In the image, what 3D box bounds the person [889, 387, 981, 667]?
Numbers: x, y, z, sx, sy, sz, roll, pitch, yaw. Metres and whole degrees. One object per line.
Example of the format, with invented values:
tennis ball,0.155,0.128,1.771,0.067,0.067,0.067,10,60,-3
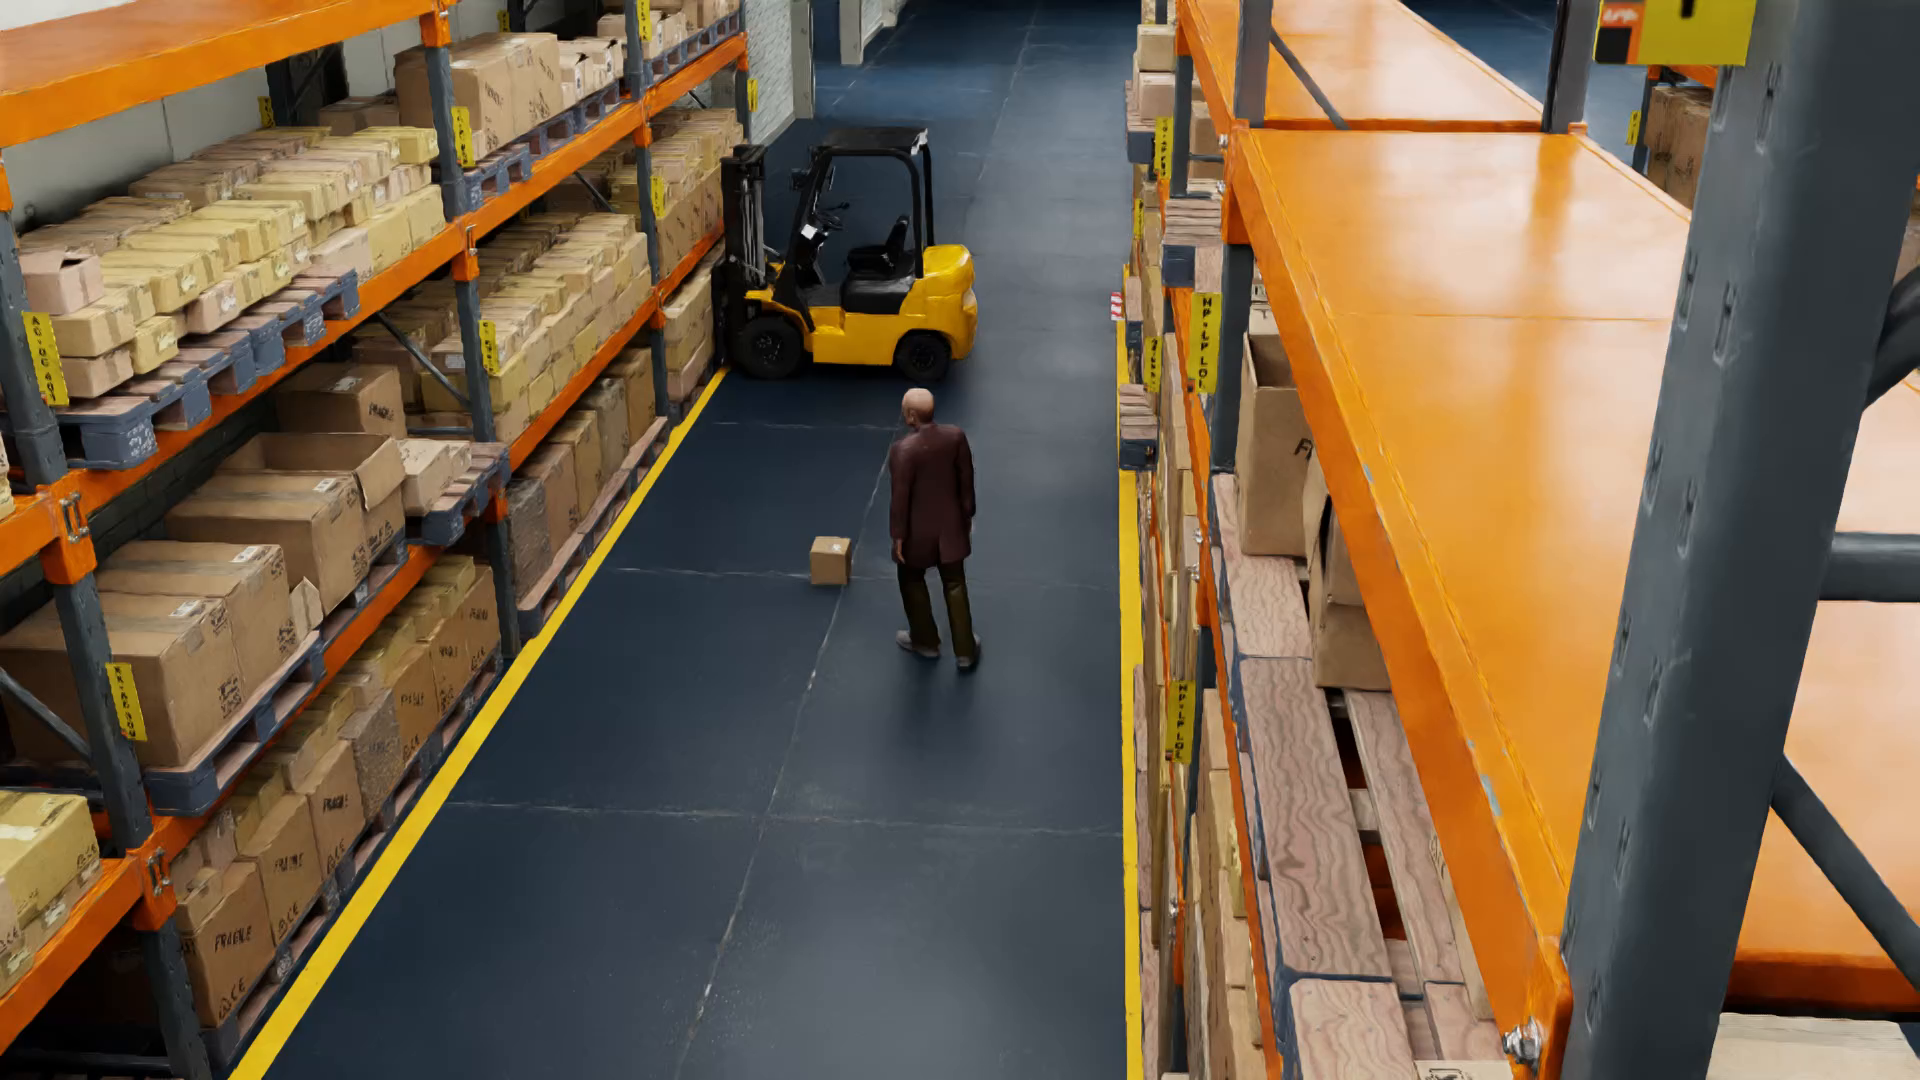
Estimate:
person,-0.158,-0.079,10.216,0.611,1.769,0.626,-13,27,-26
